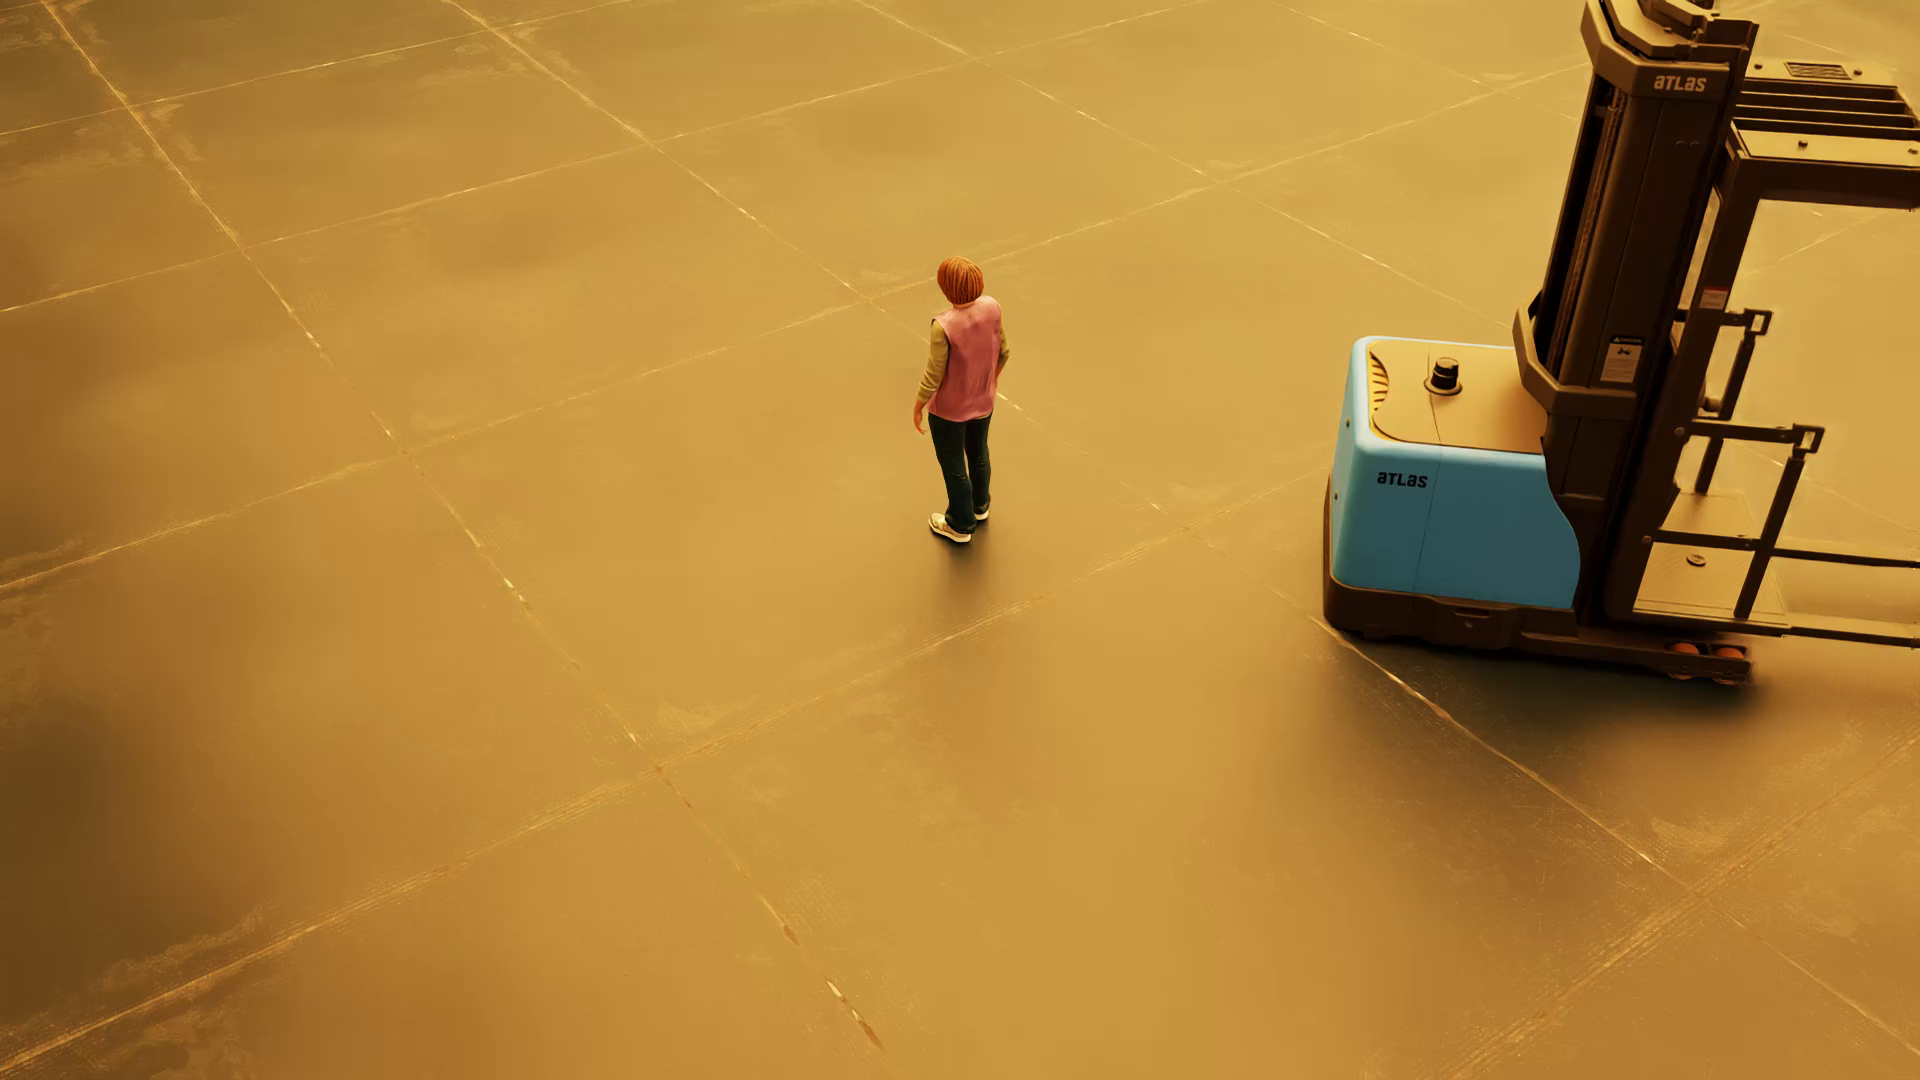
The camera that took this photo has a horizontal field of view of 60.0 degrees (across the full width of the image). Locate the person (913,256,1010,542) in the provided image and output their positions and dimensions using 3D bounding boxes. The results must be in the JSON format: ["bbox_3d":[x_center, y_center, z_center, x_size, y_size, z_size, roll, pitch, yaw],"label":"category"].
[{"bbox_3d":[-0.031,-0.688,7.985,0.520,1.596,0.475,-23,42,-28],"label":"person"}]

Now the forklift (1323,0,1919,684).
[{"bbox_3d":[3.274,-0.868,7.119,3.031,2.935,1.130,6,37,8],"label":"forklift"}]
